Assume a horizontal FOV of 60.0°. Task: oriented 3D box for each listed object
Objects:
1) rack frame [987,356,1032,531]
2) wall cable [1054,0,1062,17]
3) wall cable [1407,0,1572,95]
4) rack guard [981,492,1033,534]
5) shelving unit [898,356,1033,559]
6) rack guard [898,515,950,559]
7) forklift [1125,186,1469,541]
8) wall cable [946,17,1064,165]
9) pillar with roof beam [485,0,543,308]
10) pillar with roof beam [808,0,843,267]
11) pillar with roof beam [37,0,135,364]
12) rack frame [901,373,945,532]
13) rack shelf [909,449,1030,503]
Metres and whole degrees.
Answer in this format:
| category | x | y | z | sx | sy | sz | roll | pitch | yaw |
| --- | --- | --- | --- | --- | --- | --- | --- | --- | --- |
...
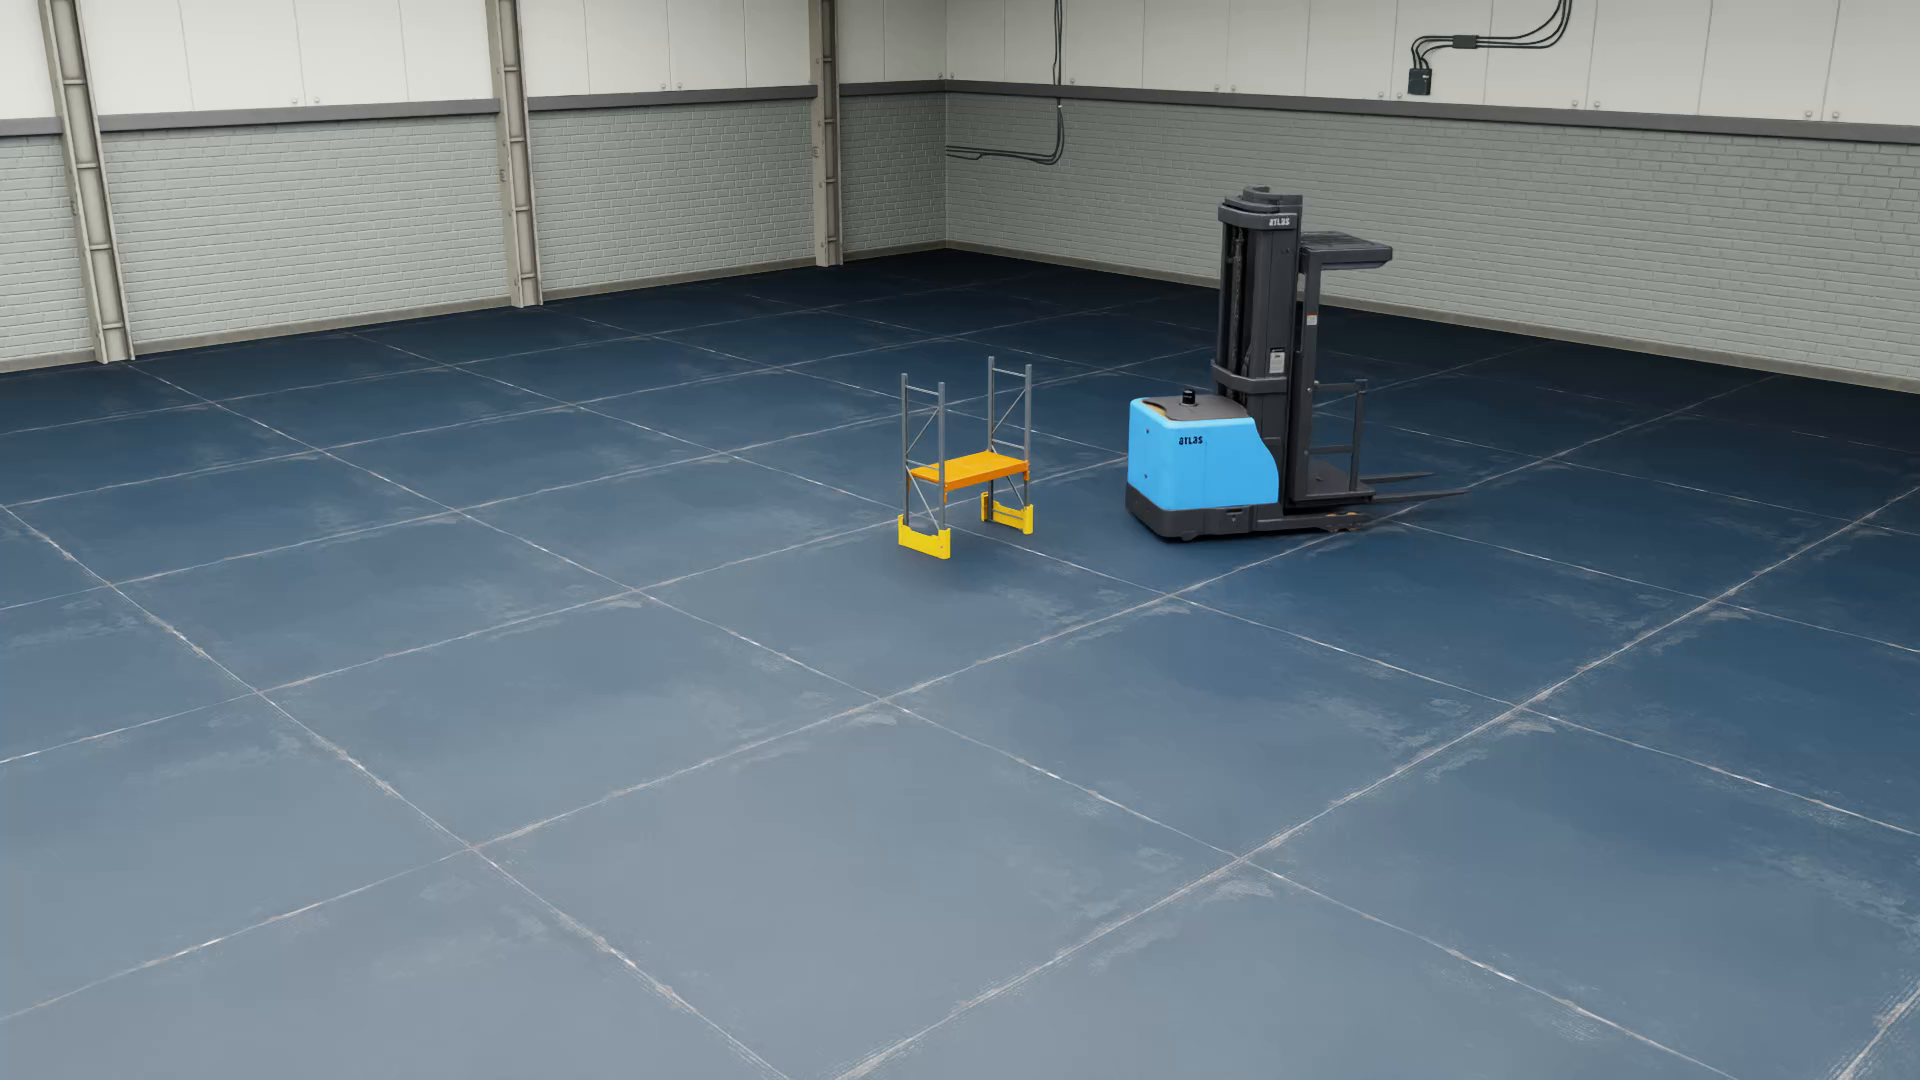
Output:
| category | x | y | z | sx | sy | sz | roll | pitch | yaw |
| --- | --- | --- | --- | --- | --- | --- | --- | --- | --- |
| rack frame | 0.431 | -0.839 | 14.641 | 0.032 | 1.500 | 0.500 | -16 | 24 | -41 |
| wall cable | 2.577 | -9.830 | 27.058 | 0.112 | 2.526 | 3.097 | -16 | 24 | -41 |
| wall cable | 7.230 | -8.998 | 22.131 | 0.169 | 6.003 | 2.305 | -16 | 24 | -41 |
| rack guard | 0.417 | -0.241 | 14.821 | 0.087 | 0.250 | 0.587 | -16 | 24 | -41 |
| shelving unit | 0.055 | -0.730 | 14.303 | 1.083 | 1.500 | 0.587 | -16 | 24 | -41 |
| rack guard | -0.306 | -0.030 | 14.170 | 0.087 | 0.250 | 0.587 | -16 | 24 | -41 |
| forklift | 3.085 | -1.610 | 14.700 | 3.031 | 2.935 | 1.130 | -4 | 18 | -13 |
| wall cable | 0.719 | -8.034 | 29.707 | 0.112 | 2.526 | 3.097 | -16 | 24 | -41 |
| pillar with roof beam | -3.732 | -6.947 | 21.319 | 0.400 | 9.000 | 9.100 | -16 | 24 | -41 |
| pillar with roof beam | 0.627 | -8.218 | 25.241 | 0.400 | 9.000 | 9.100 | -16 | 24 | -41 |
| pillar with roof beam | -8.092 | -5.675 | 17.398 | 0.400 | 9.000 | 9.100 | -16 | 24 | -41 |
| rack frame | -0.307 | -0.624 | 13.977 | 0.032 | 1.500 | 0.500 | -16 | 24 | -41 |
| rack shelf | 0.062 | -0.560 | 14.365 | 1.000 | 0.185 | 0.538 | -16 | 24 | -41 |
